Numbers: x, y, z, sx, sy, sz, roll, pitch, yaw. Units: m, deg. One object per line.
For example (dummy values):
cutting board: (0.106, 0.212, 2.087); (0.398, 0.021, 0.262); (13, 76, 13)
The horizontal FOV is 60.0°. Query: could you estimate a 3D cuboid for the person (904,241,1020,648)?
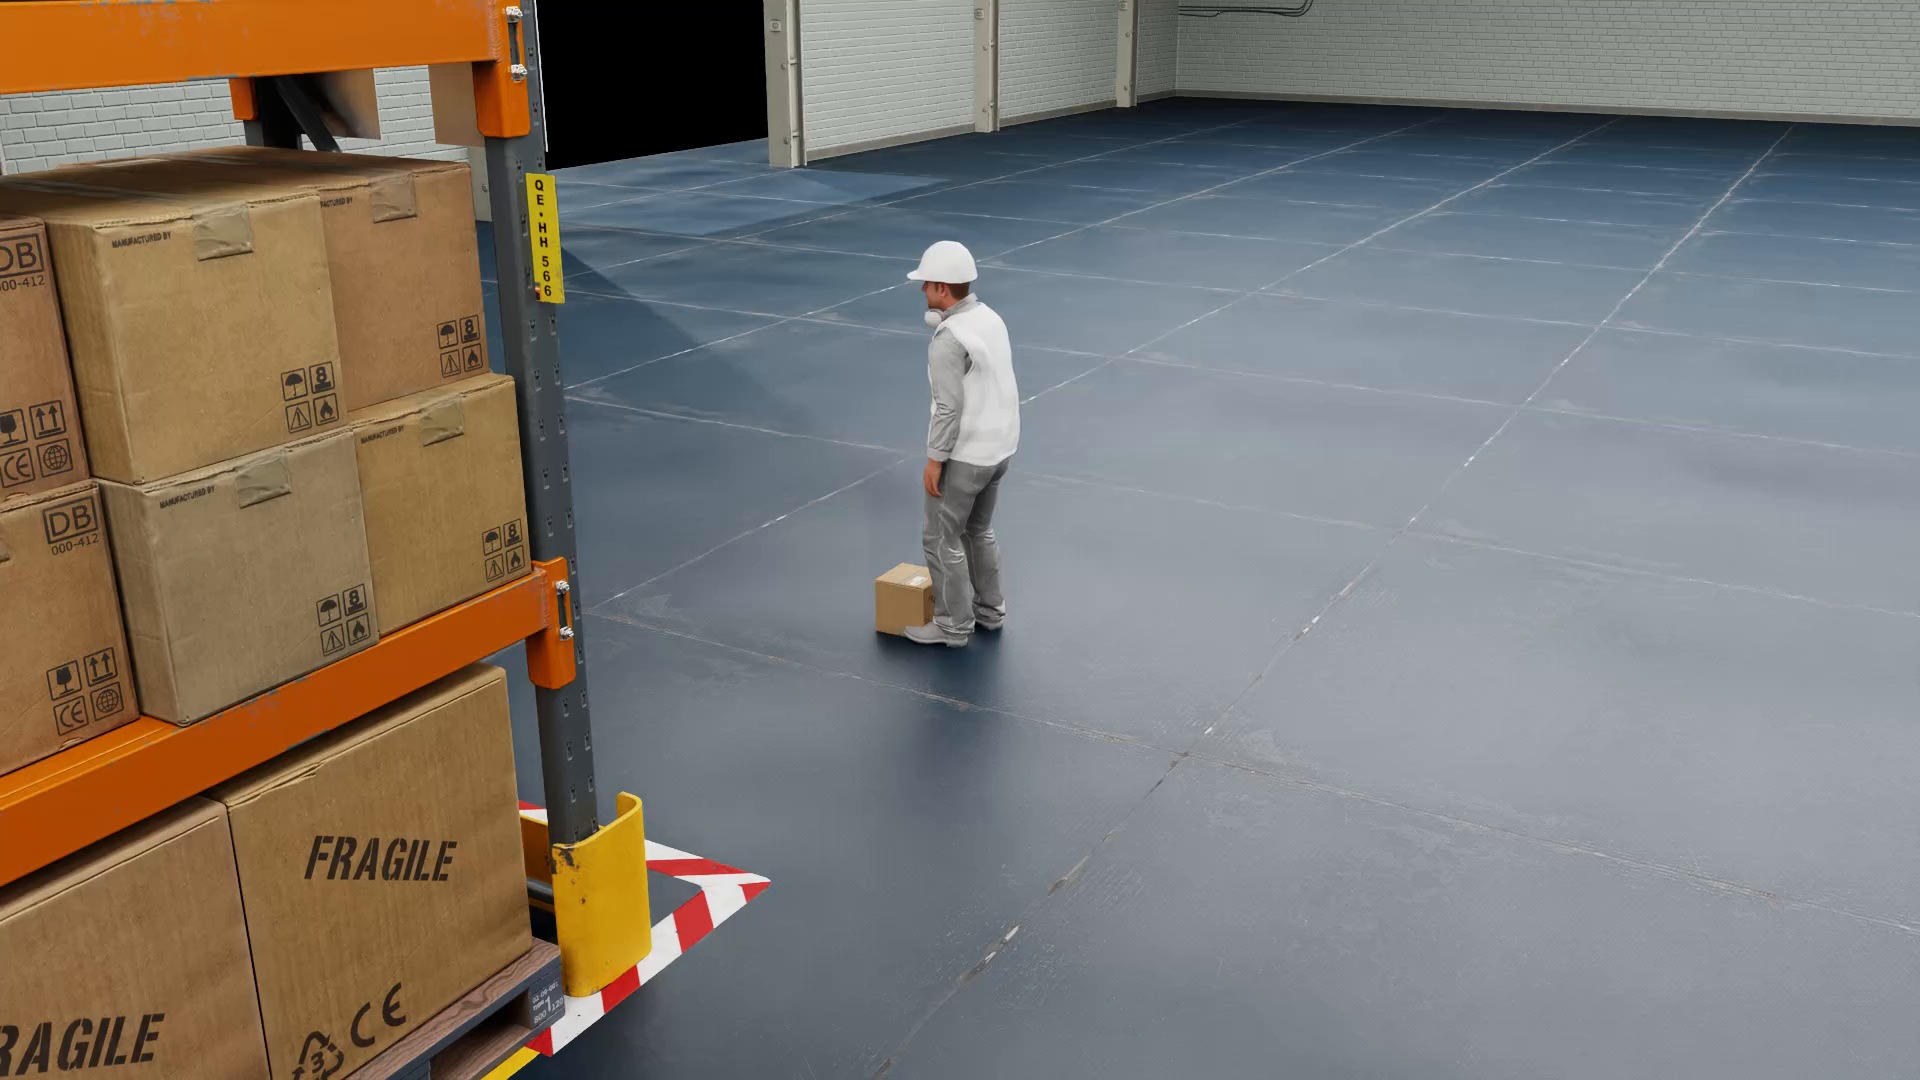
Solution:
person: (0.008, -0.398, 7.167); (0.474, 1.770, 0.593); (9, 21, 24)
